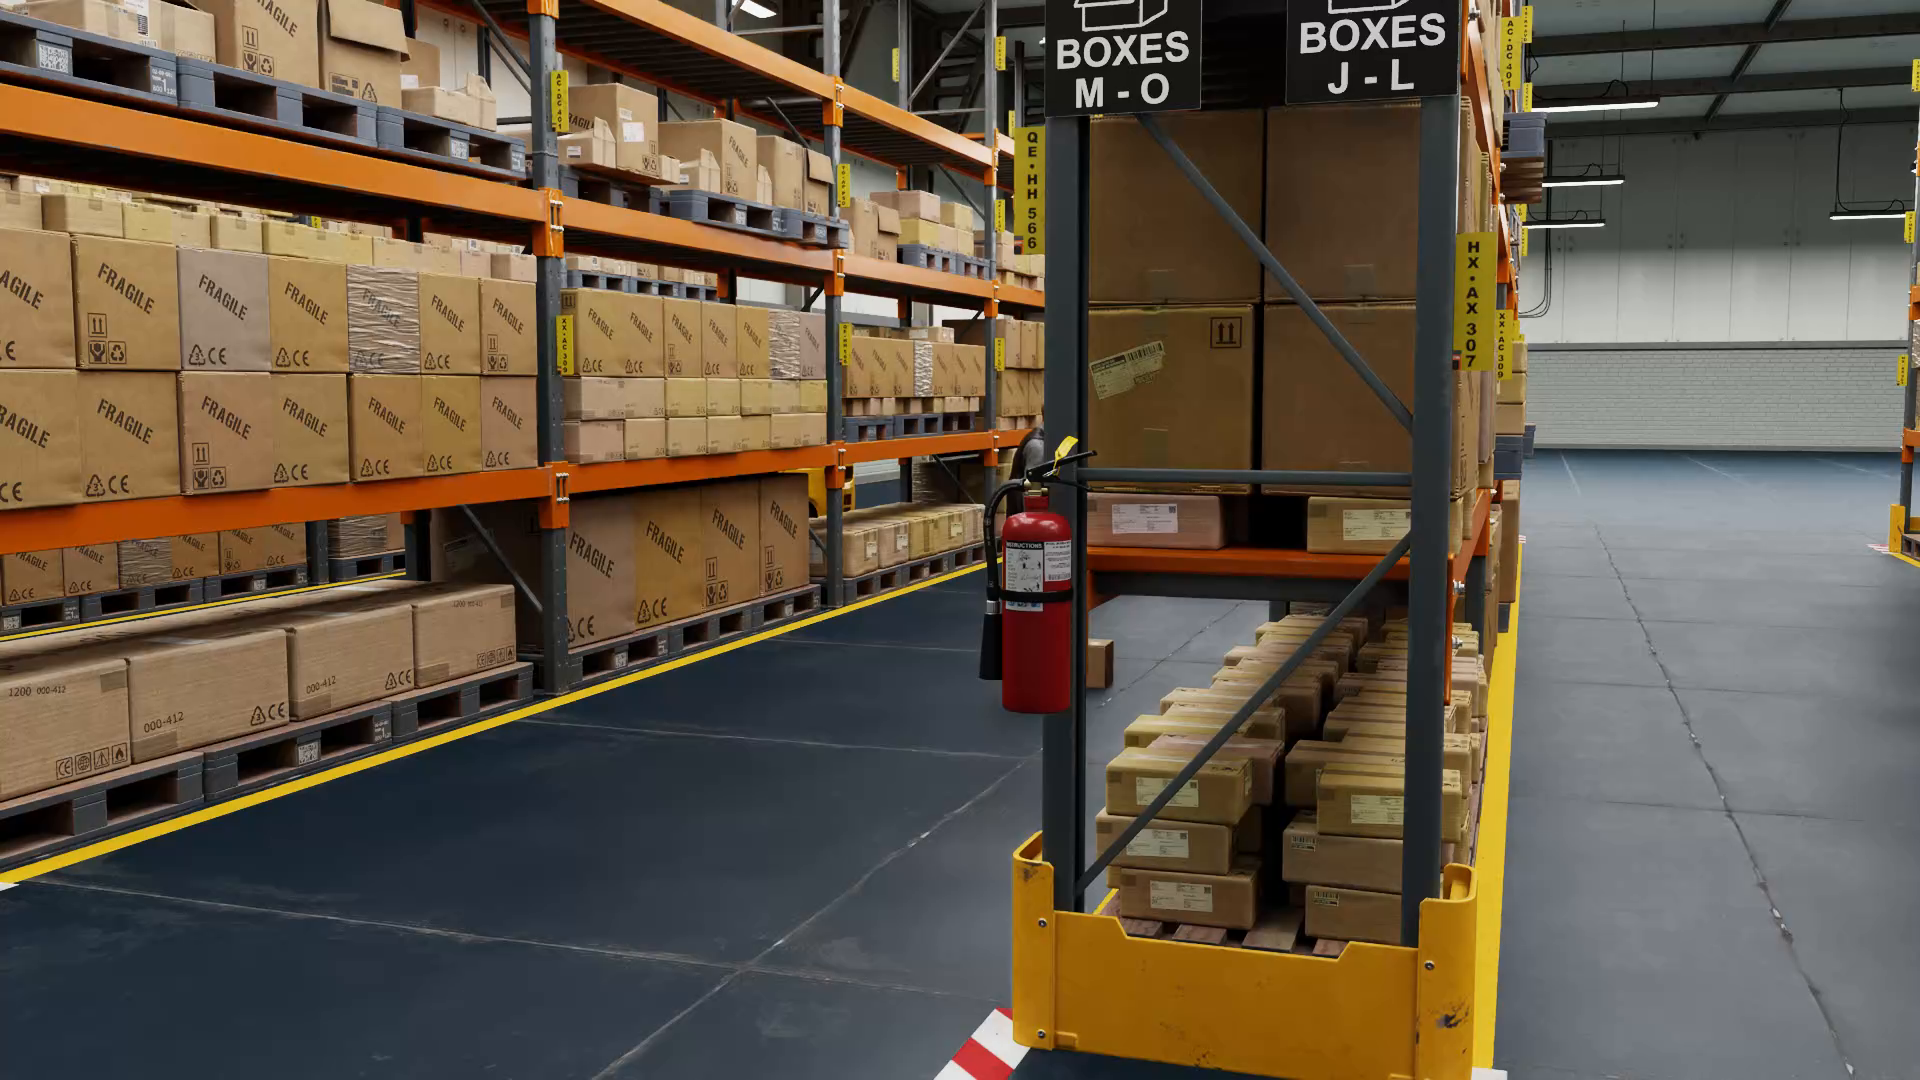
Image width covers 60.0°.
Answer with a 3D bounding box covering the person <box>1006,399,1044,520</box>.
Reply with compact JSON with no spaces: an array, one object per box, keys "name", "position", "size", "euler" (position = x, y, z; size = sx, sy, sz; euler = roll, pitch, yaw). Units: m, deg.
[{"name":"person","position":[0.489,-0.016,9.804],"size":[0.426,1.720,0.592],"euler":[1,5,15]}]
